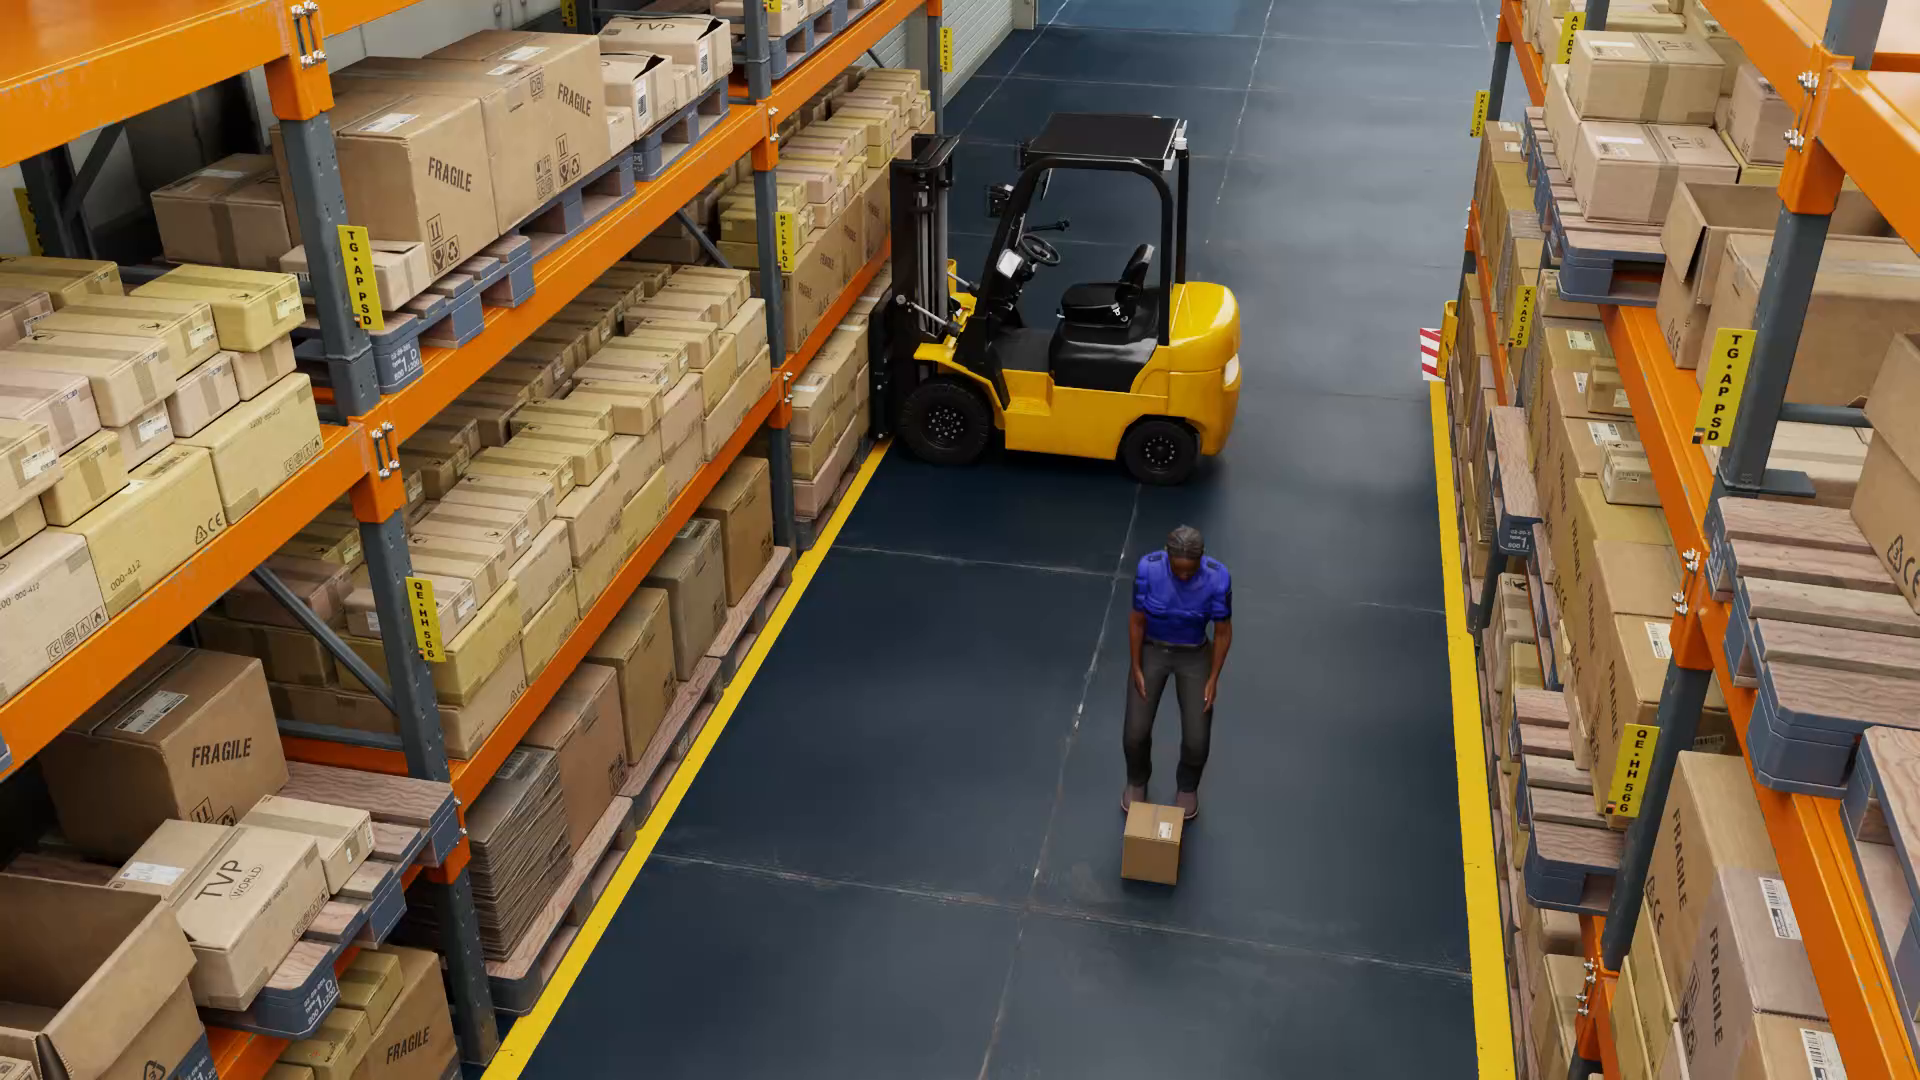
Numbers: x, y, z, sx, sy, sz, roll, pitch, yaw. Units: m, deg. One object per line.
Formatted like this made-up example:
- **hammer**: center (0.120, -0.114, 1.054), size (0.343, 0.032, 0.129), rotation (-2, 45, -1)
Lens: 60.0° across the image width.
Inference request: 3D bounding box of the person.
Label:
- **person**: center (1.002, 0.586, 7.658), size (0.469, 1.575, 0.430), rotation (7, 30, 12)
